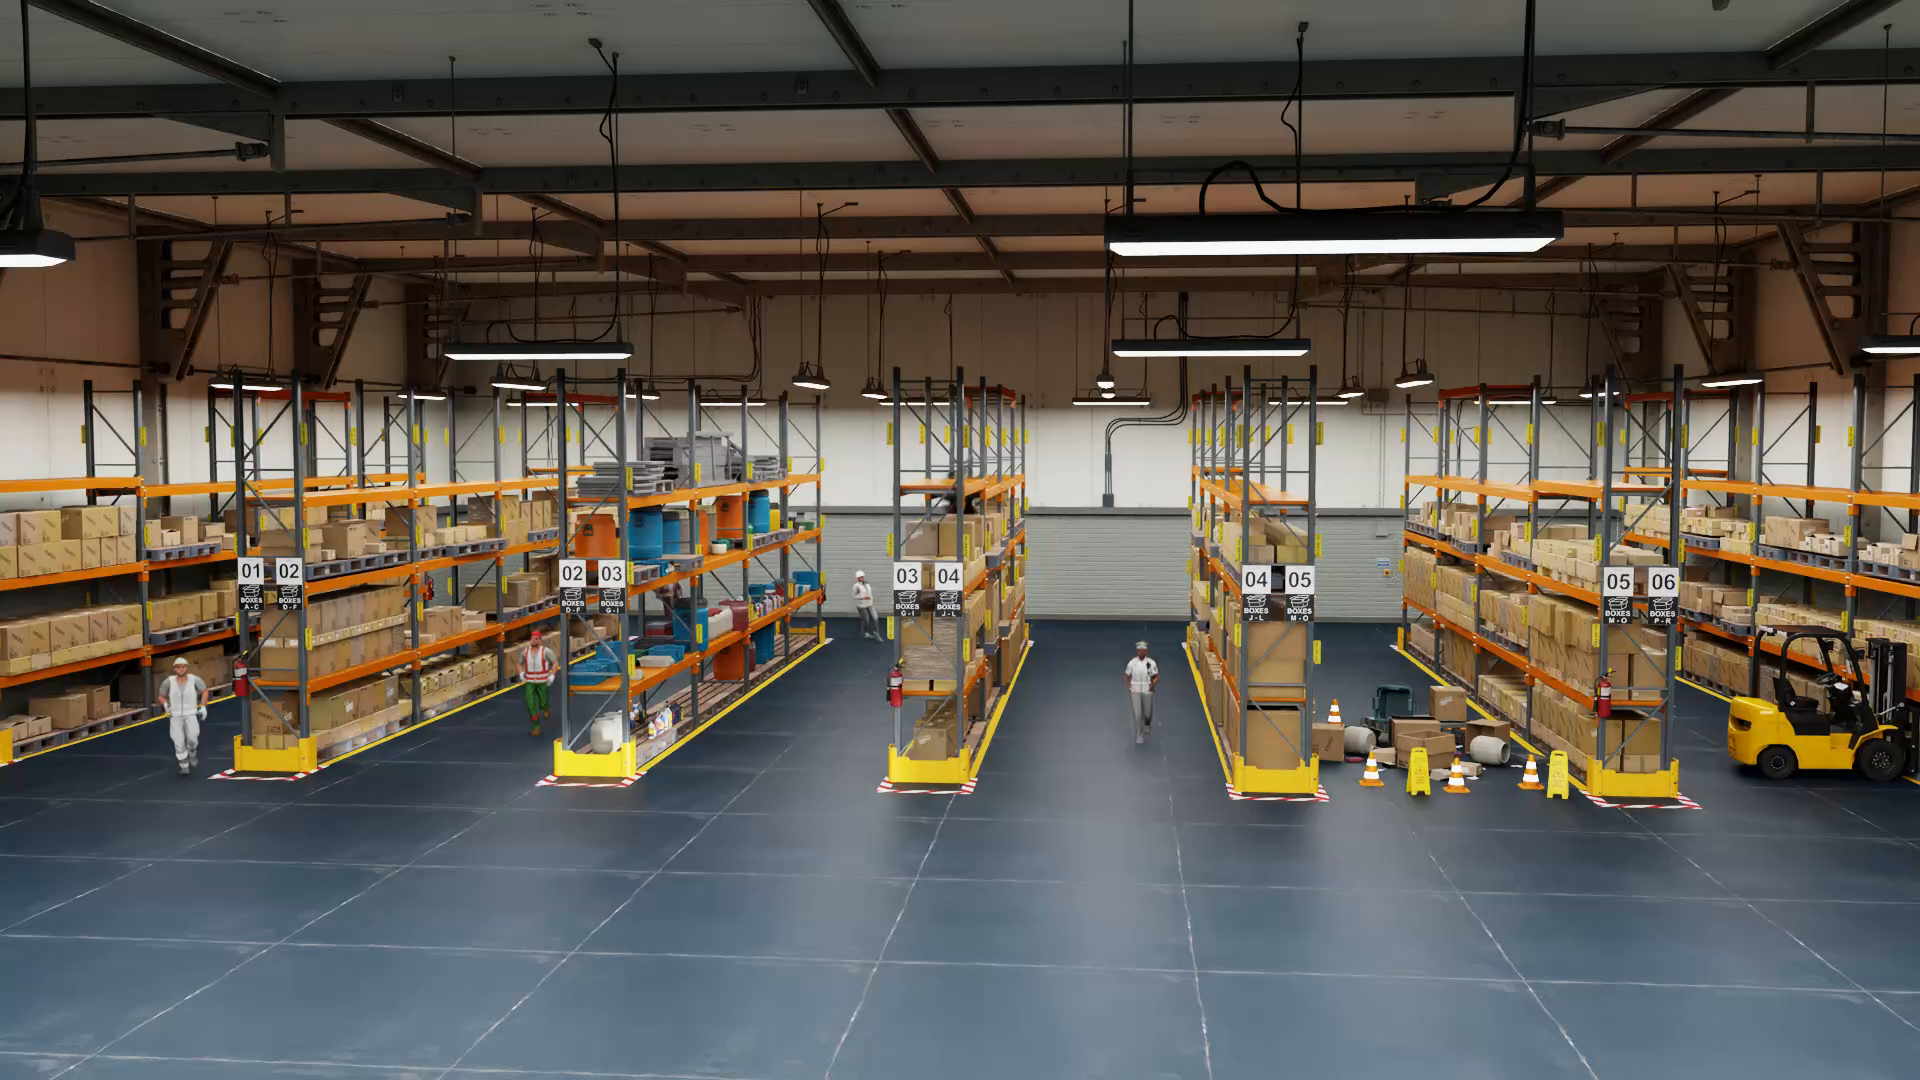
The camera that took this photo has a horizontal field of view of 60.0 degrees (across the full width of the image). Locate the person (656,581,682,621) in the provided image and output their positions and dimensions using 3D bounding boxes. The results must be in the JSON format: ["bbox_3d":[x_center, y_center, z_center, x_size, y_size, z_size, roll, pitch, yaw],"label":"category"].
[{"bbox_3d":[-7.066,1.598,40.625,0.763,1.702,0.730,-1,4,-22],"label":"person"}]

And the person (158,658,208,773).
[{"bbox_3d":[-11.485,2.605,24.591,0.677,1.738,0.586,-1,4,-23],"label":"person"}]

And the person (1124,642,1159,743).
[{"bbox_3d":[2.973,2.479,27.285,0.576,1.652,0.612,0,4,7],"label":"person"}]

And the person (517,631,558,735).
[{"bbox_3d":[-7.151,2.397,28.115,0.689,1.736,0.667,0,4,-6],"label":"person"}]

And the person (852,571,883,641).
[{"bbox_3d":[-2.357,1.624,40.764,0.756,1.776,0.670,-3,5,-39],"label":"person"}]
